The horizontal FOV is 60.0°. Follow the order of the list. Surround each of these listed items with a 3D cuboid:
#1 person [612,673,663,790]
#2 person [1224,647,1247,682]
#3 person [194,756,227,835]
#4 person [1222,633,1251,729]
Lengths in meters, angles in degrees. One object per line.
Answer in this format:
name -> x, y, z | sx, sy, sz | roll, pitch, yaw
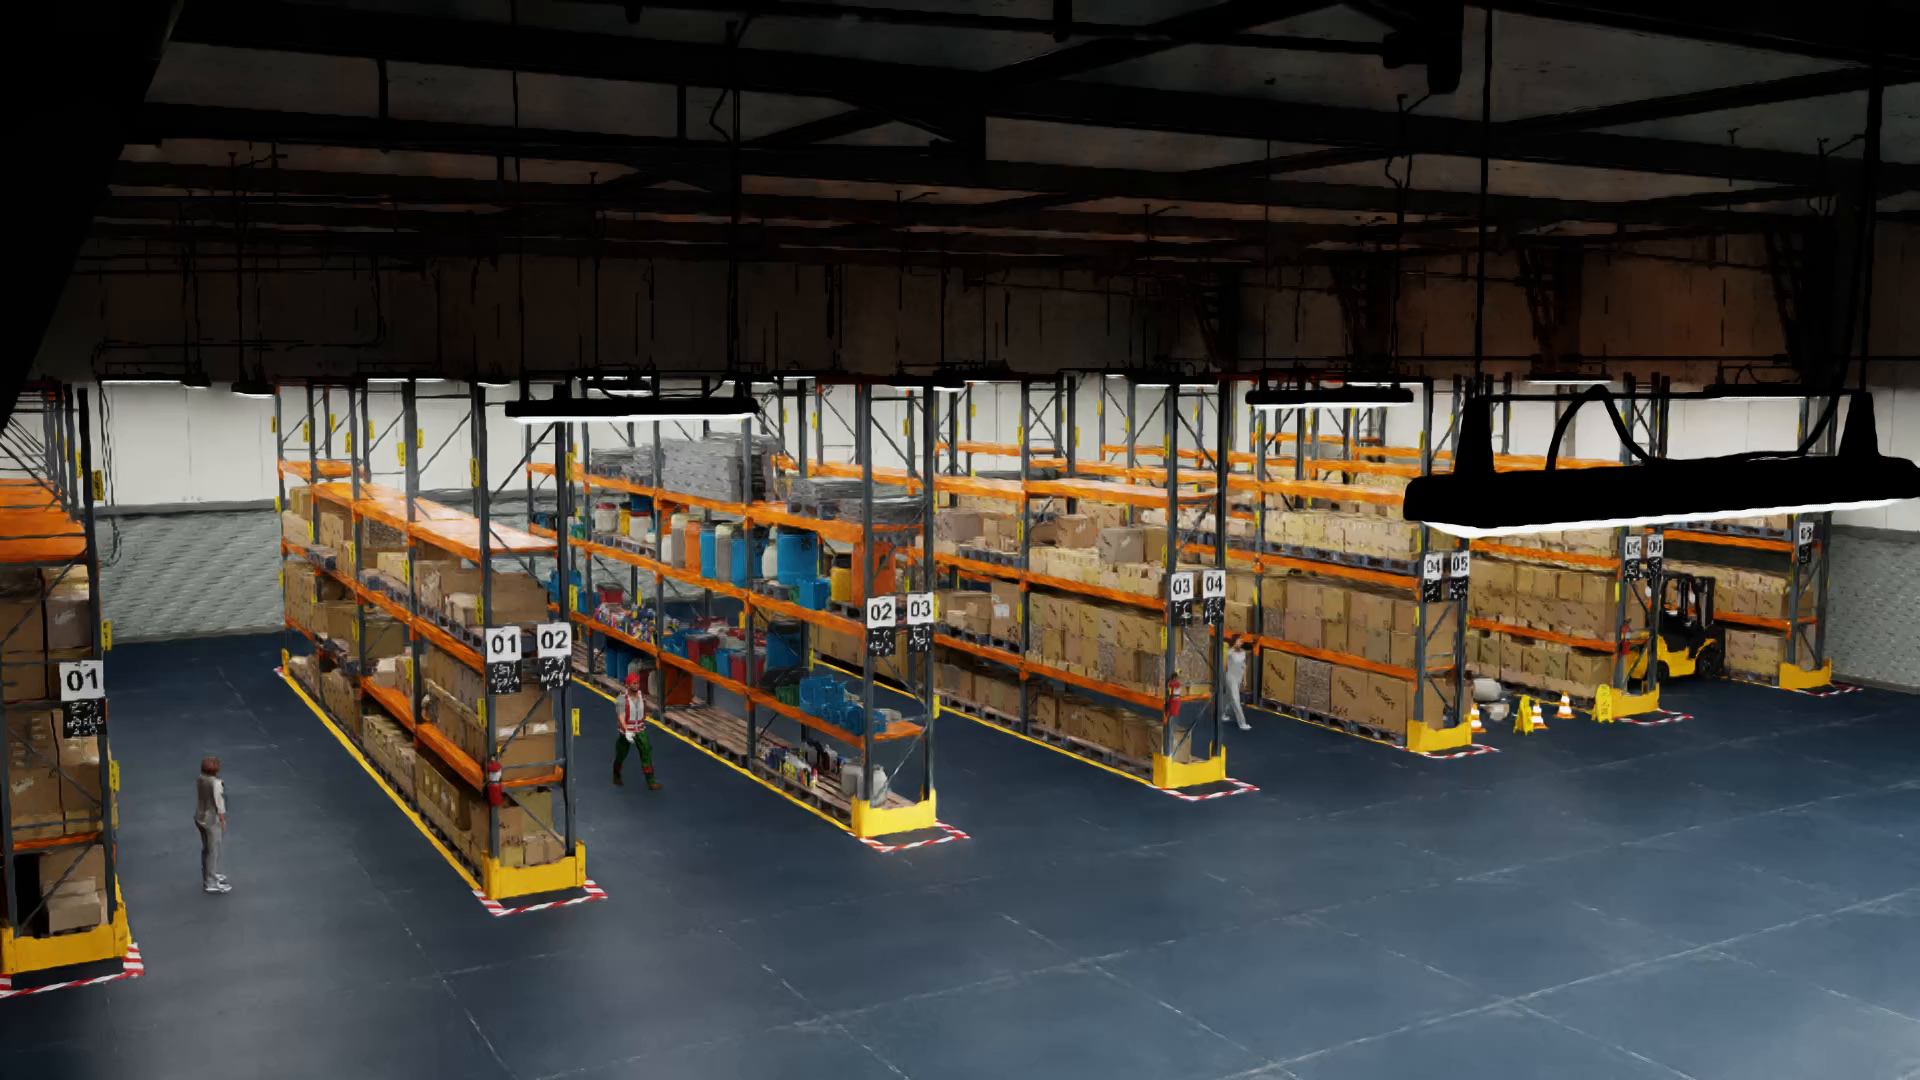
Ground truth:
person -> -9.002, 2.109, 30.650 | 1.767, 1.728, 16.171 | -5, 8, -38
person -> -4.289, 1.905, 32.948 | 19.620, 1.669, 6.627 | 1, 6, 8
person -> -8.918, 3.029, 19.760 | 0.481, 0.936, 0.323 | 4, 7, 33
person -> 4.753, 2.395, 28.641 | 0.449, 1.600, 1.061 | -4, 7, -32
